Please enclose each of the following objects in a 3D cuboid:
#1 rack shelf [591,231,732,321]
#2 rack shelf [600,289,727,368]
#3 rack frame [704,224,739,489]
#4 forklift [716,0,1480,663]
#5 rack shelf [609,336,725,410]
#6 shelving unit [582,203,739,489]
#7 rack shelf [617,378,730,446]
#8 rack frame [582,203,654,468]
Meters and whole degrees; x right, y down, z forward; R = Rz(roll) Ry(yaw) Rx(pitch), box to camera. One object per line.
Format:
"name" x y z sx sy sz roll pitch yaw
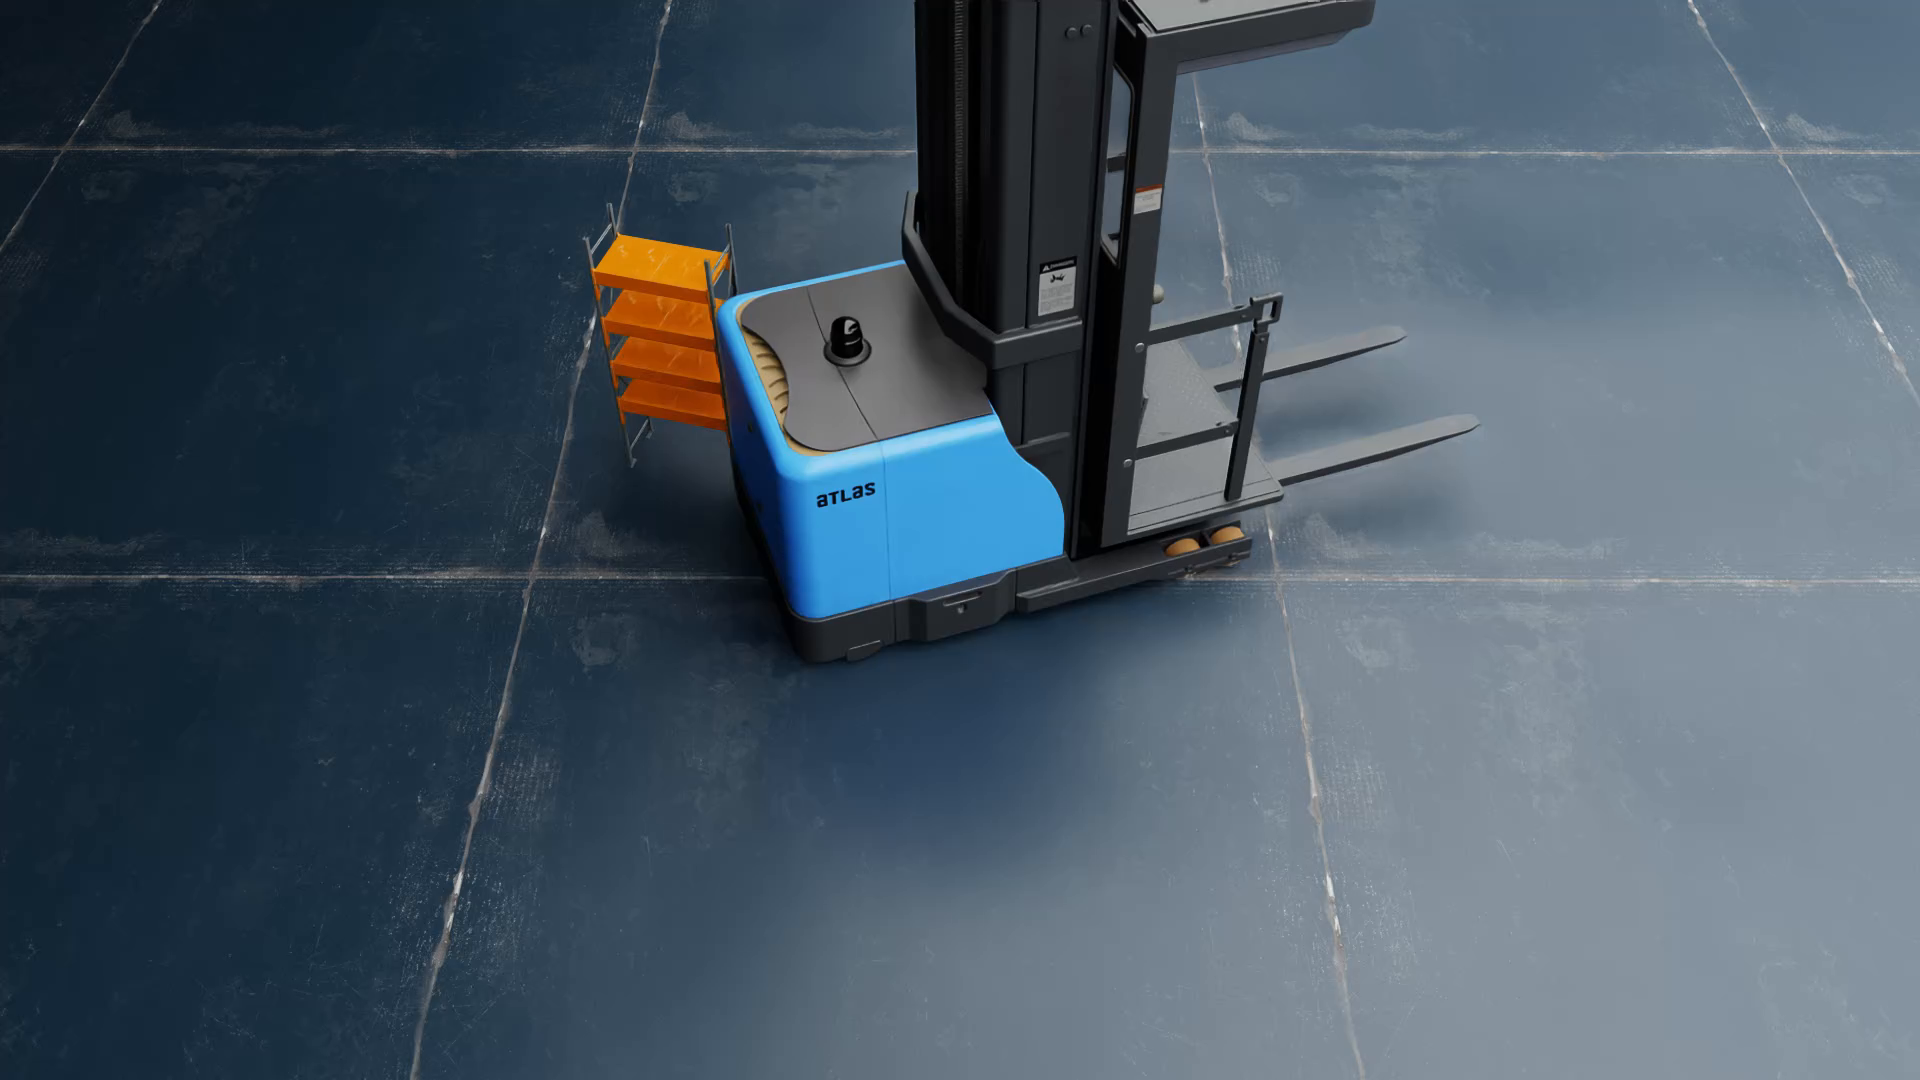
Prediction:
"rack shelf" -1.144 -1.022 6.425 0.480 0.148 0.258 12 48 11
"rack shelf" -1.144 -0.860 6.598 0.480 0.148 0.258 12 48 11
"rack frame" -0.909 -0.706 6.668 0.015 1.200 0.240 12 48 11
"forklift" 0.648 -1.195 5.941 3.031 2.935 1.130 -15 49 -13
"rack shelf" -1.144 -0.708 6.762 0.480 0.148 0.258 12 48 11
"shelving unit" -1.144 -0.754 6.713 0.503 1.200 0.258 12 48 11
"rack shelf" -1.144 -0.573 6.907 0.480 0.148 0.258 12 48 11
"rack frame" -1.379 -0.802 6.758 0.015 1.200 0.240 12 48 11
